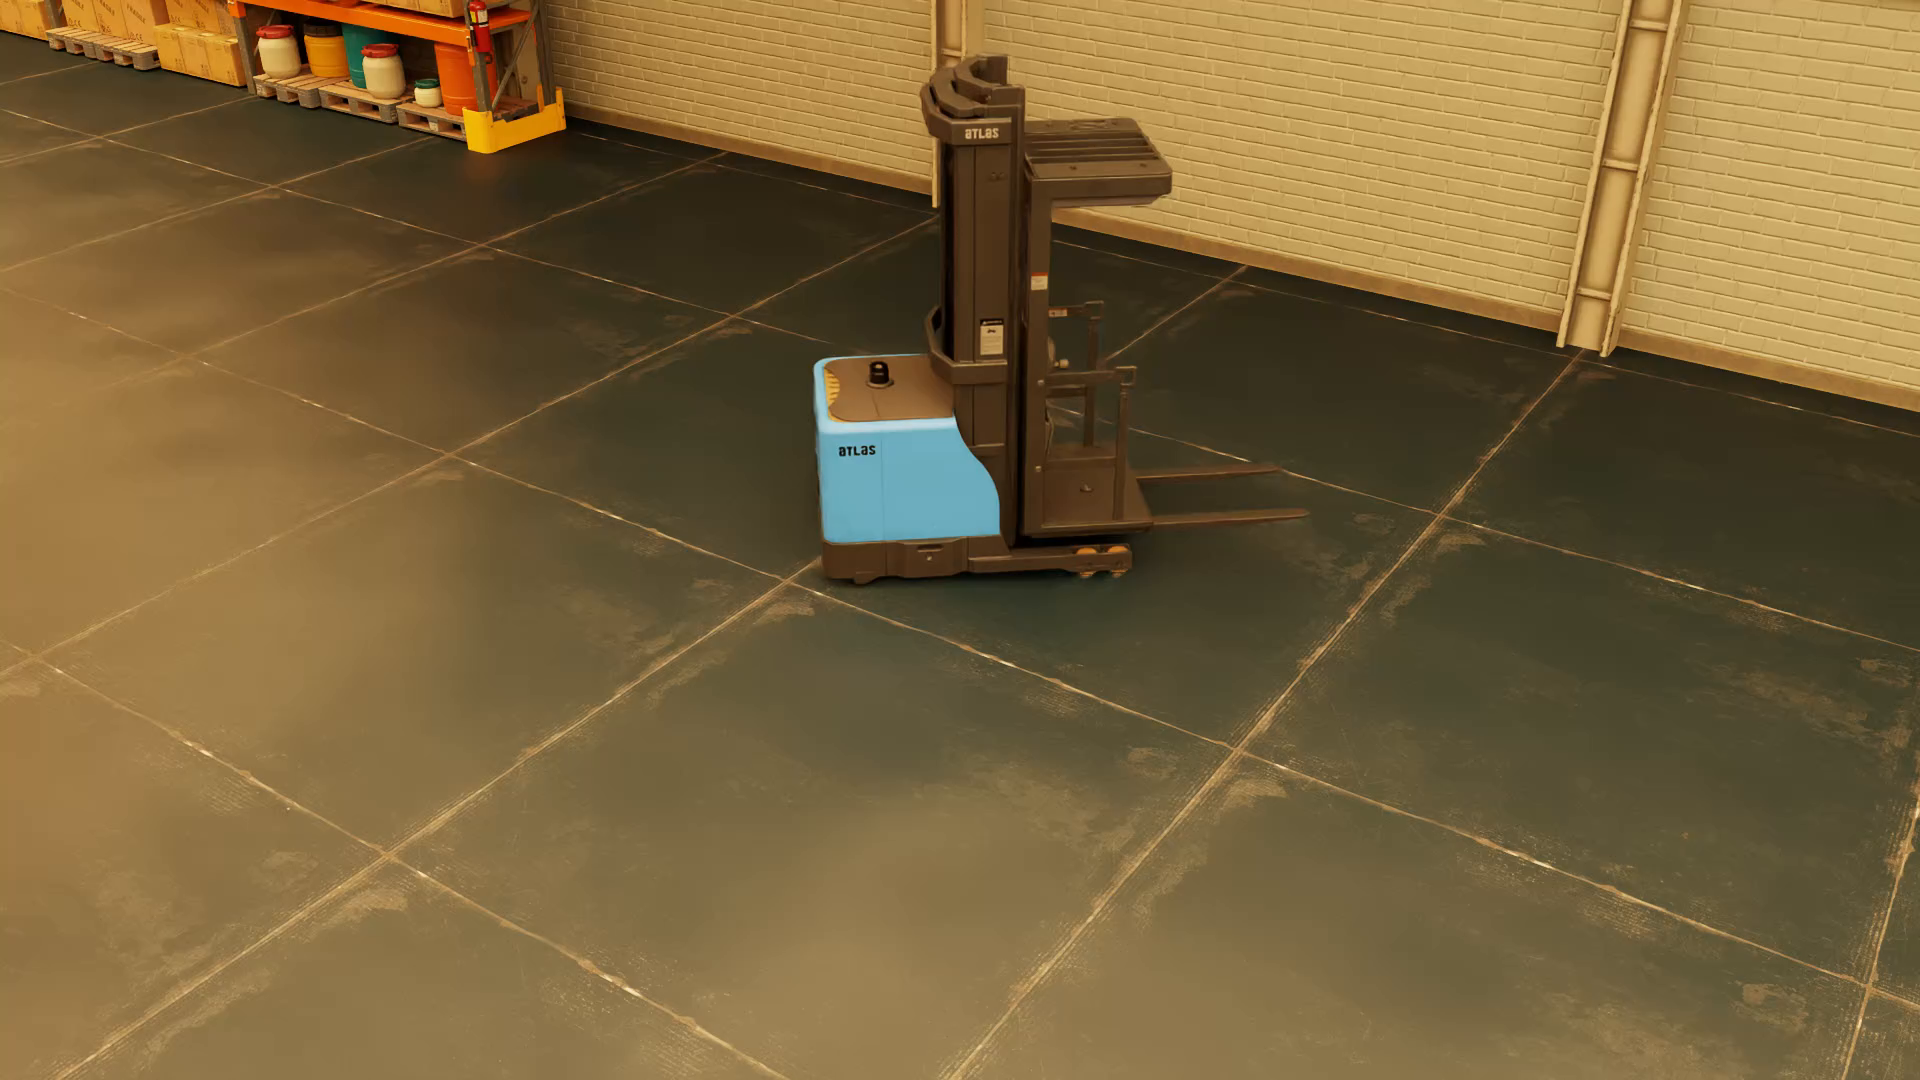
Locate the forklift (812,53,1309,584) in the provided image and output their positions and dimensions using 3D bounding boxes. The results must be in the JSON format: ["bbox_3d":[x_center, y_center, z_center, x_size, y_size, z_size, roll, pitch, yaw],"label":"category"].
[{"bbox_3d":[0.629,-1.313,9.843,3.031,2.935,1.130,-3,30,-6],"label":"forklift"}]
